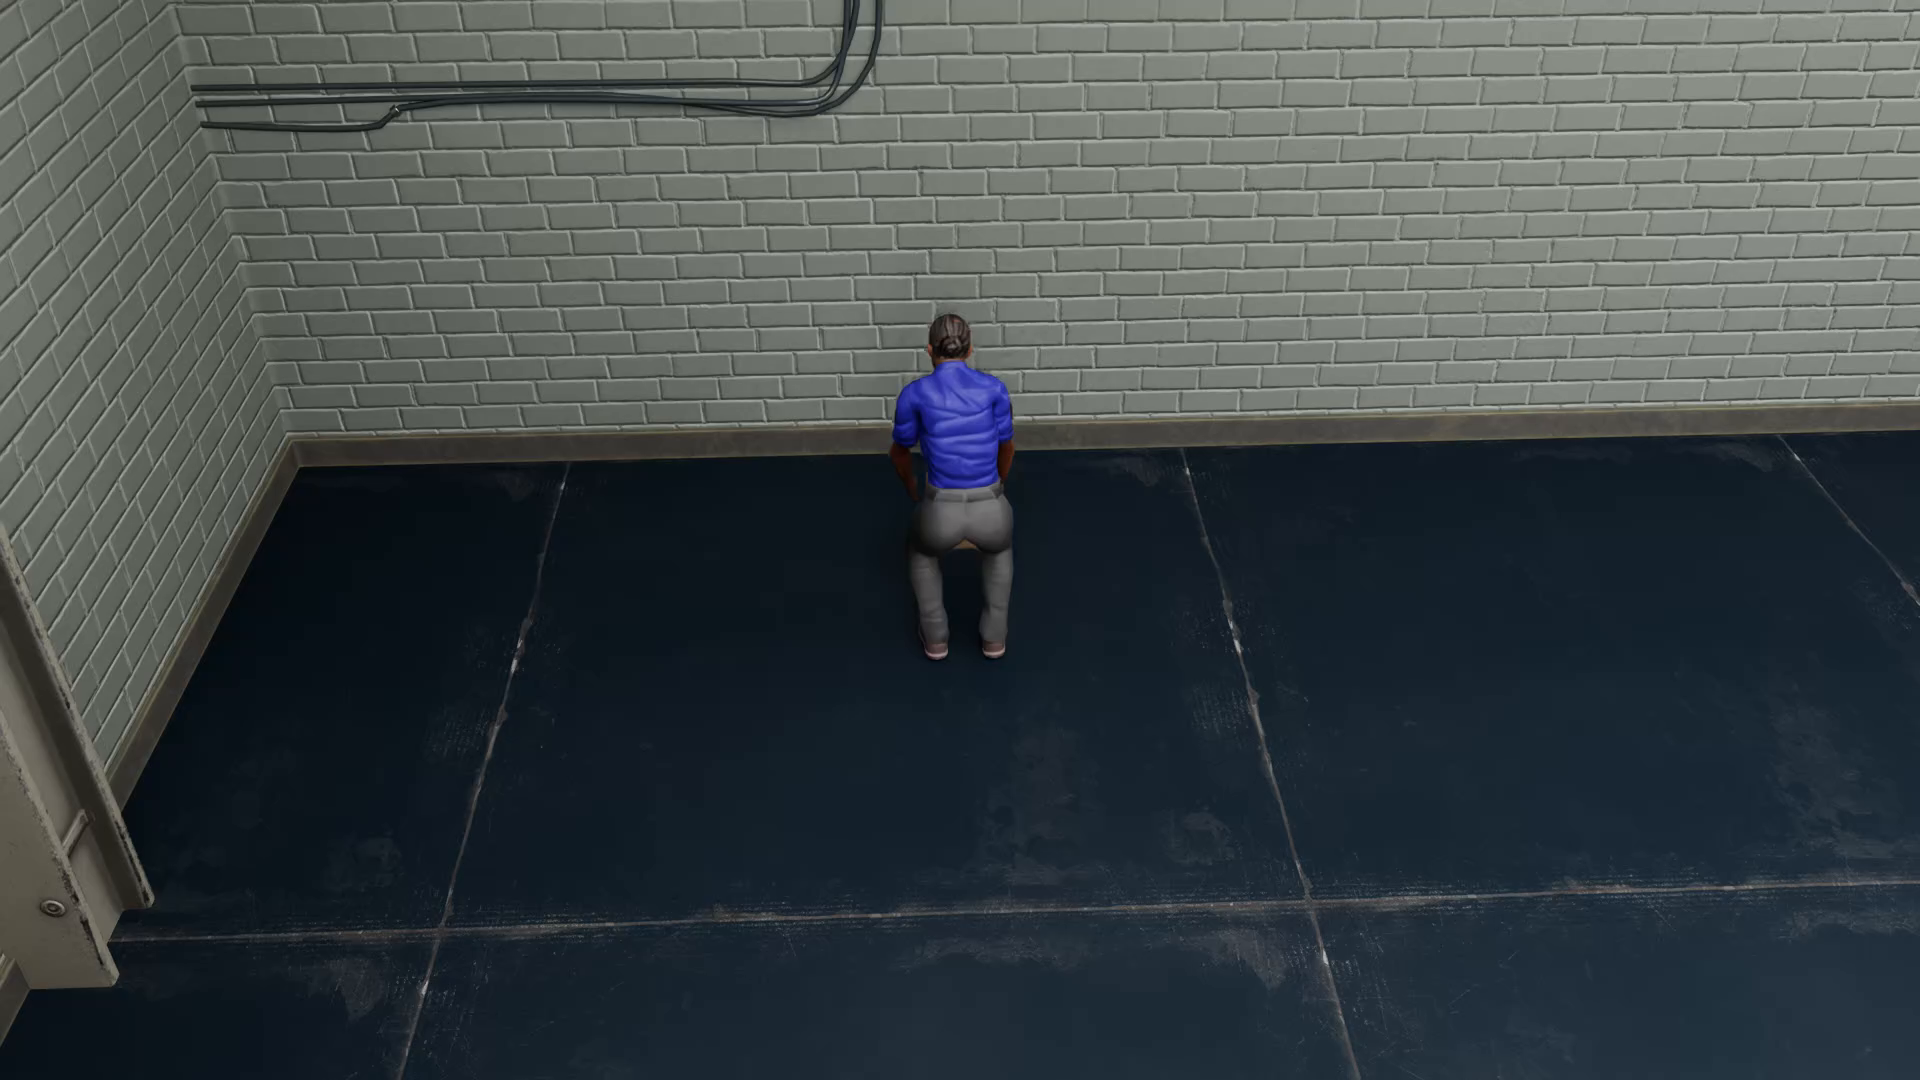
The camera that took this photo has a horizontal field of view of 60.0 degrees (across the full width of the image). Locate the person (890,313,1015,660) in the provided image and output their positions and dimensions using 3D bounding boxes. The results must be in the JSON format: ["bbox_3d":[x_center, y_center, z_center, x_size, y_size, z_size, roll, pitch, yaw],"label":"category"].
[{"bbox_3d":[-0.027,-0.165,6.622,0.495,1.390,0.617,-1,35,-2],"label":"person"}]
